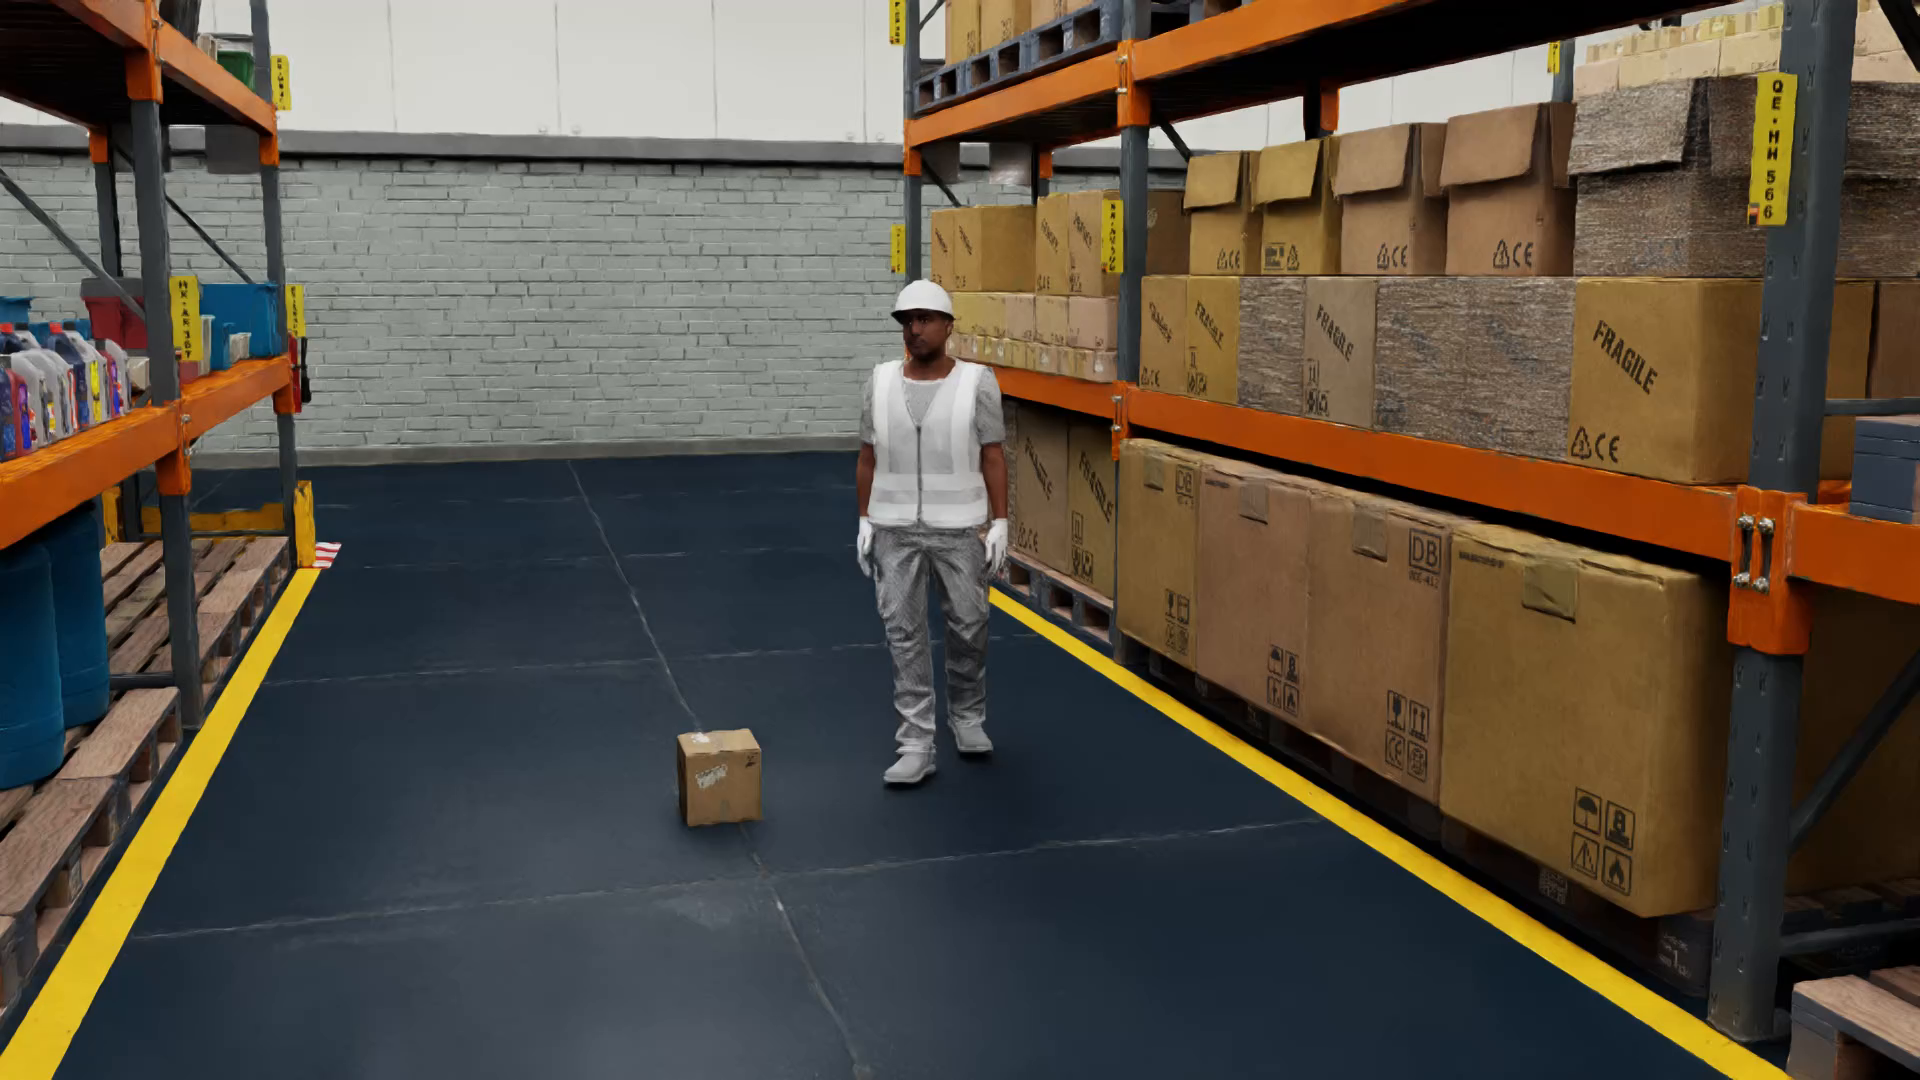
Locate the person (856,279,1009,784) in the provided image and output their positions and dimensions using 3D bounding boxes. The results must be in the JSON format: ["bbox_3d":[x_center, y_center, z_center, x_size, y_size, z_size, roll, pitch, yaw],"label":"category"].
[{"bbox_3d":[-0.102,-0.041,6.017,0.565,1.787,0.649,1,9,8],"label":"person"}]
